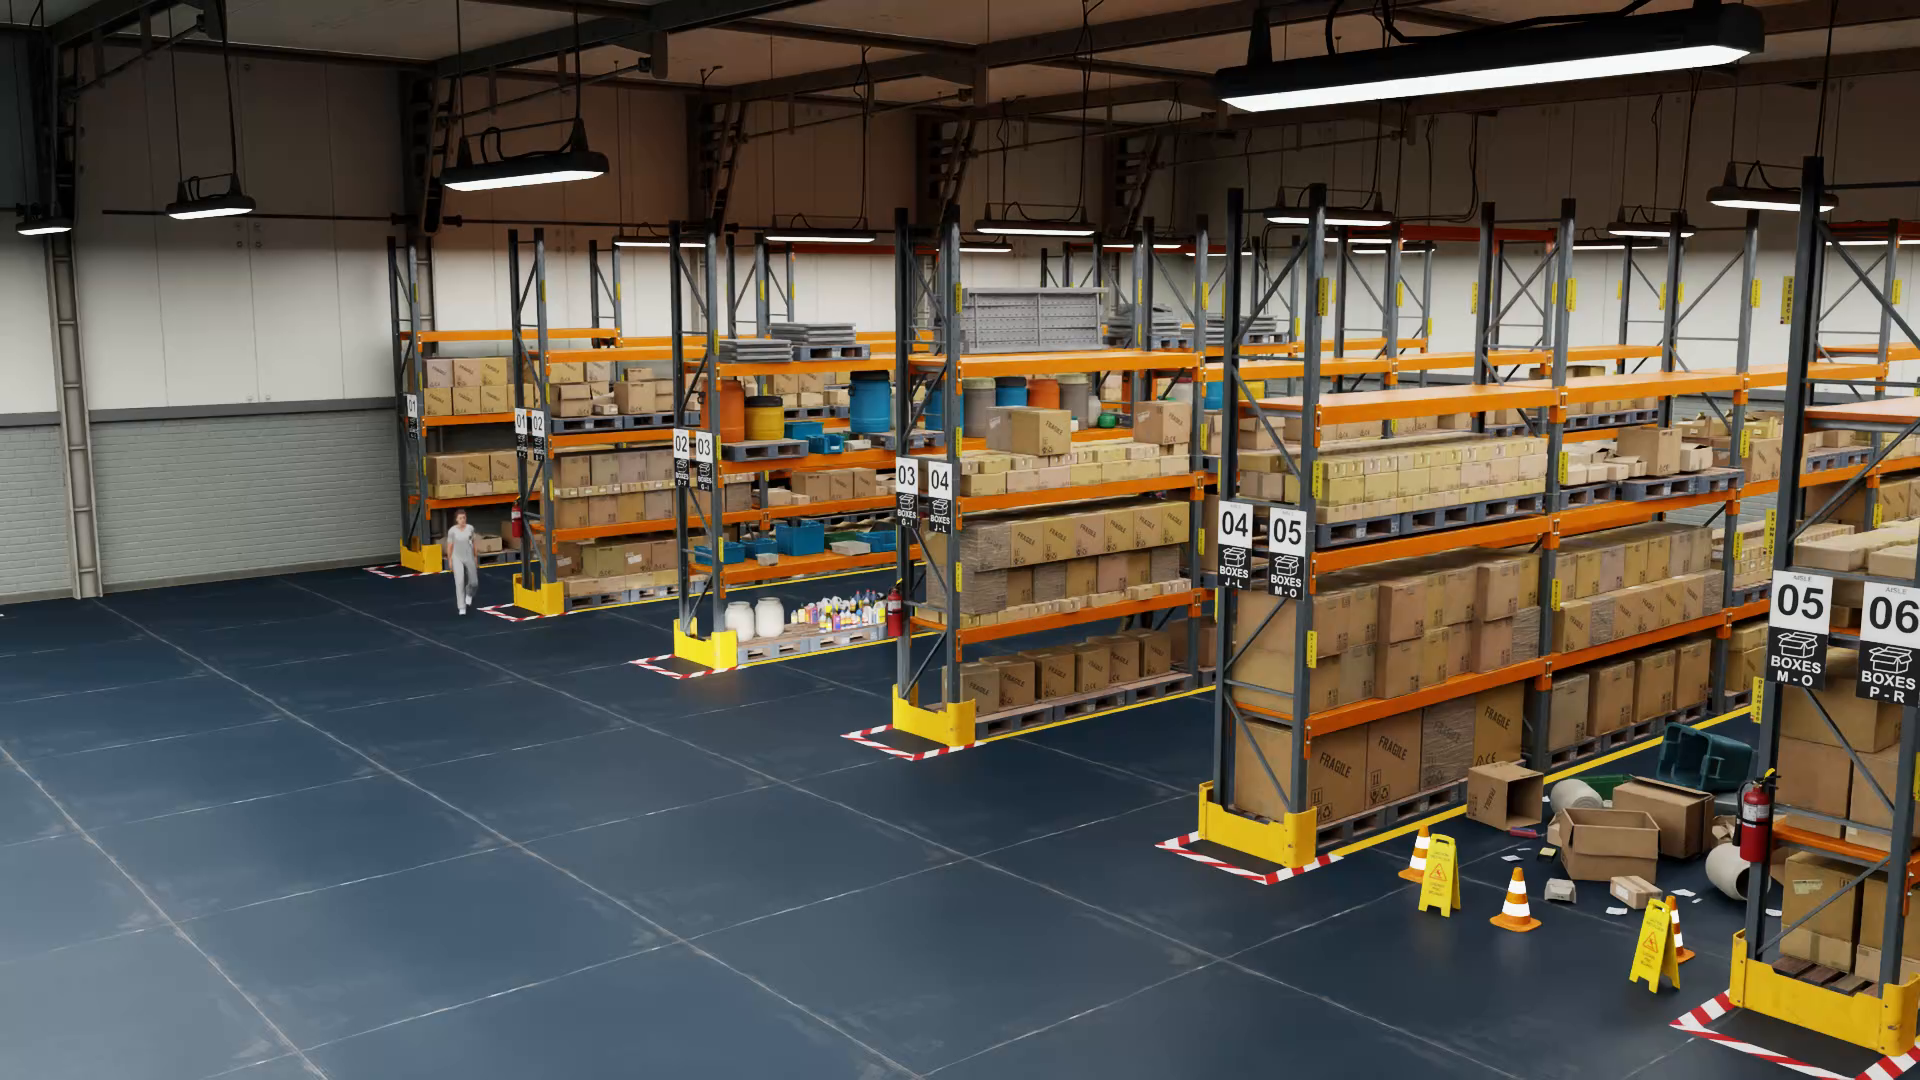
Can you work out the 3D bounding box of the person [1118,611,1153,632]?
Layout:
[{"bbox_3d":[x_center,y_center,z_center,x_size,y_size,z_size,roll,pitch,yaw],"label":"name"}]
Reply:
[{"bbox_3d":[2.491,0.745,23.306,0.652,1.736,0.702,5,10,30],"label":"person"}]

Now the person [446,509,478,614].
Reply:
[{"bbox_3d":[-7.851,0.435,26.230,0.456,1.408,0.710,-3,9,-20],"label":"person"}]
